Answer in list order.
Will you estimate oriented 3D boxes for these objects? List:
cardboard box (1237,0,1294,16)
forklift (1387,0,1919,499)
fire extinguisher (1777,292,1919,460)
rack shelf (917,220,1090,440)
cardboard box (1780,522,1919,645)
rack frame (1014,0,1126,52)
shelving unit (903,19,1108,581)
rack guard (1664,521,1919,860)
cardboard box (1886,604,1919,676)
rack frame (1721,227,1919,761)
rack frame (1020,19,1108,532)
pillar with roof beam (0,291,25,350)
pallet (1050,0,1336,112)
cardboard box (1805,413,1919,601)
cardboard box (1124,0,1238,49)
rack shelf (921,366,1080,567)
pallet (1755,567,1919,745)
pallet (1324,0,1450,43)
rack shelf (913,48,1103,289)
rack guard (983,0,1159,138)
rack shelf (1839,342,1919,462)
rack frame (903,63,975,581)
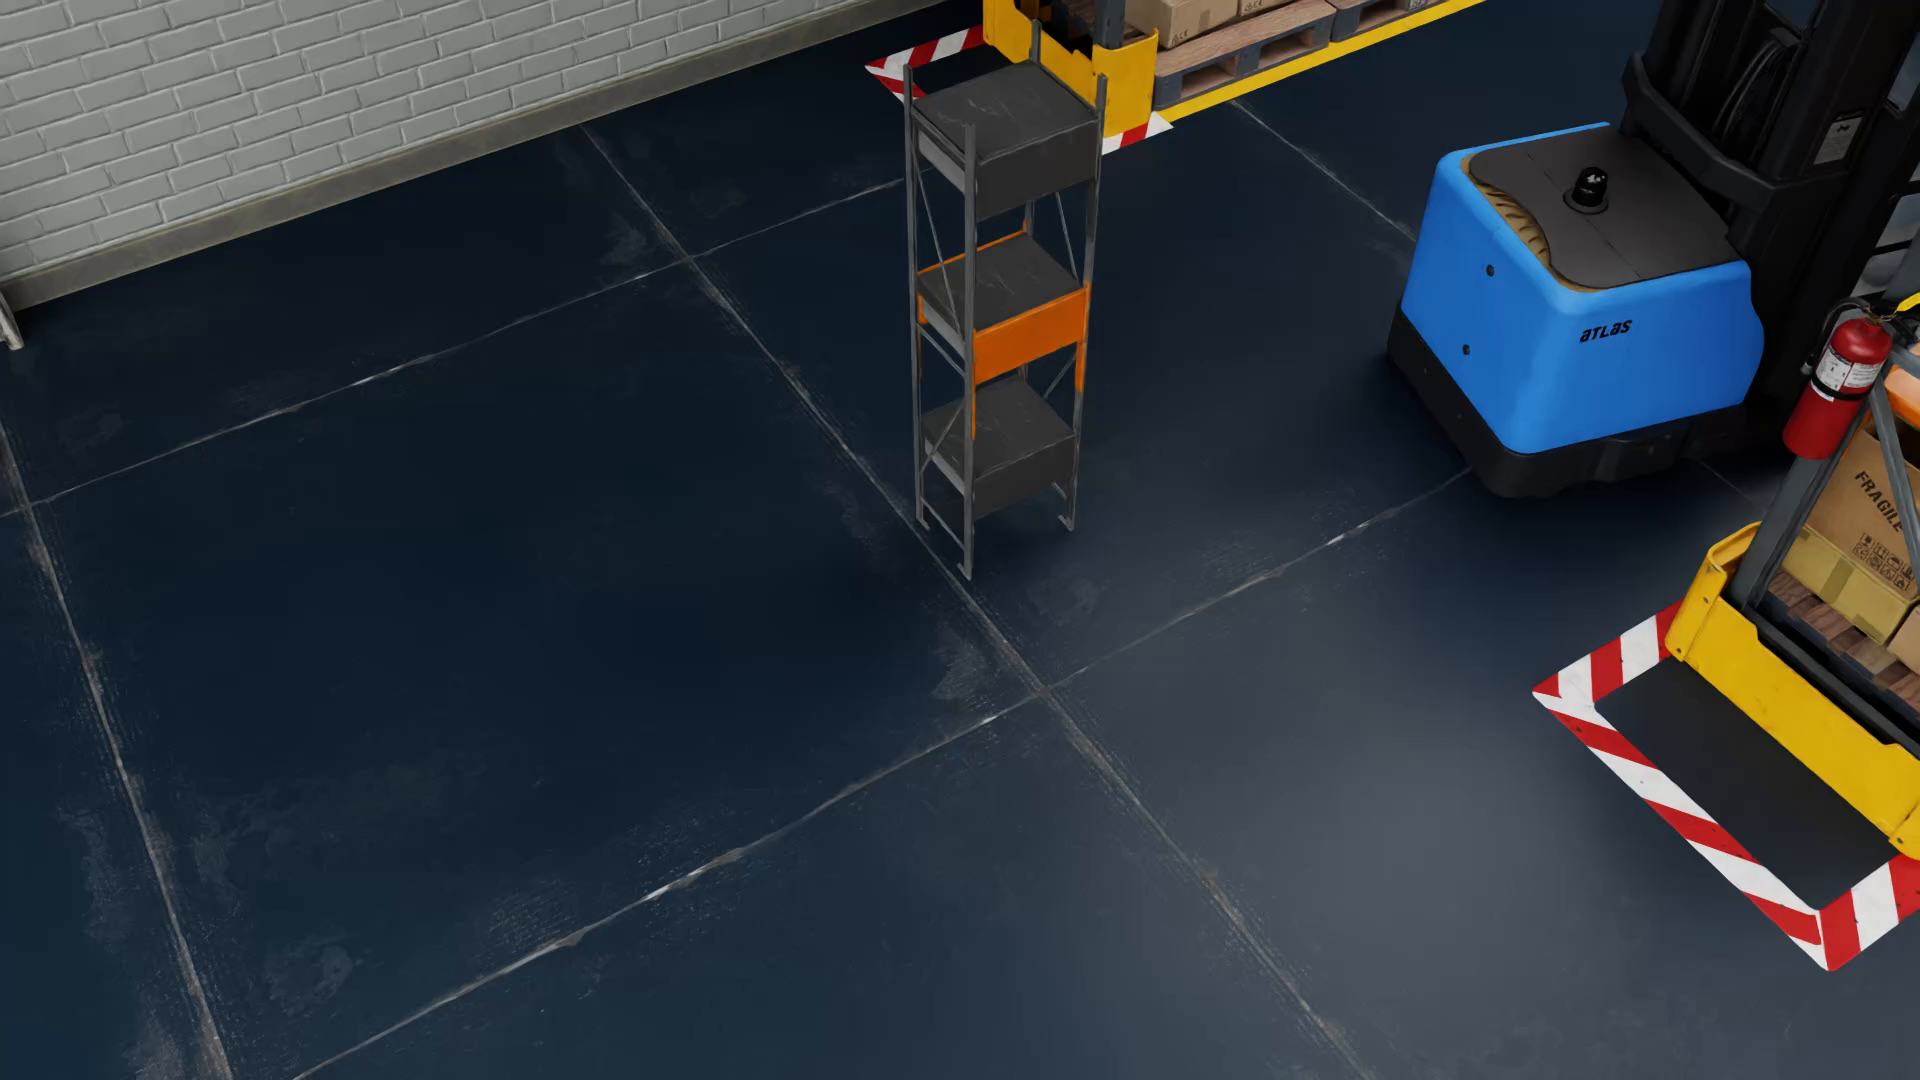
[{"bbox_3d":[1.608,-3.150,8.997,0.500,0.311,0.500,-21,52,-18],"label":"cardboard box"},{"bbox_3d":[3.463,-1.789,6.326,3.031,2.935,1.130,-13,50,-12],"label":"forklift"},{"bbox_3d":[2.791,-0.545,5.224,0.183,0.674,0.296,-25,53,-21],"label":"fire extinguisher"},{"bbox_3d":[0.140,-0.755,5.980,0.480,0.518,0.431,-25,53,-21],"label":"rack shelf"},{"bbox_3d":[3.435,0.050,6.202,0.500,0.250,0.500,-25,53,-21],"label":"cardboard box"},{"bbox_3d":[0.493,-3.451,7.760,0.127,3.000,1.000,-25,53,-21],"label":"rack frame"},{"bbox_3d":[0.140,-0.764,5.970,0.503,2.100,0.431,-25,53,-21],"label":"shelving unit"},{"bbox_3d":[3.119,0.517,5.900,0.348,0.500,1.175,-25,53,-21],"label":"rack guard"},{"bbox_3d":[3.712,0.377,5.911,0.500,0.250,0.500,-25,53,-21],"label":"cardboard box"},{"bbox_3d":[3.139,-0.324,4.975,0.127,3.000,1.000,-25,53,-21],"label":"rack frame"},{"bbox_3d":[0.346,-0.861,6.057,0.015,2.100,0.400,-25,53,-21],"label":"rack frame"},{"bbox_3d":[-2.154,-1.162,1.704,0.400,9.000,9.100,-25,53,-21],"label":"pillar with roof beam"},{"bbox_3d":[1.263,-2.856,9.097,1.213,0.211,1.003,-25,53,-21],"label":"pallet"},{"bbox_3d":[3.434,-0.200,5.923,0.500,0.500,0.500,-25,53,-21],"label":"cardboard box"},{"bbox_3d":[1.126,-2.922,8.795,0.500,0.311,0.500,-31,55,-25],"label":"cardboard box"},{"bbox_3d":[0.140,-0.290,6.503,0.480,0.518,0.431,-25,53,-21],"label":"rack shelf"},{"bbox_3d":[3.764,0.272,6.312,1.213,0.211,1.003,-25,53,-21],"label":"pallet"},{"bbox_3d":[2.294,-3.339,9.527,1.213,0.211,1.003,-25,53,-21],"label":"pallet"},{"bbox_3d":[0.140,-1.221,5.457,0.480,0.518,0.431,-25,53,-21],"label":"rack shelf"},{"bbox_3d":[0.557,-2.650,8.721,0.348,0.500,1.175,-25,53,-21],"label":"rack guard"},{"bbox_3d":[4.831,-0.882,5.954,4.000,0.370,1.077,-25,53,-21],"label":"rack shelf"},{"bbox_3d":[-0.066,-0.667,5.883,0.015,2.100,0.400,-25,53,-21],"label":"rack frame"}]
